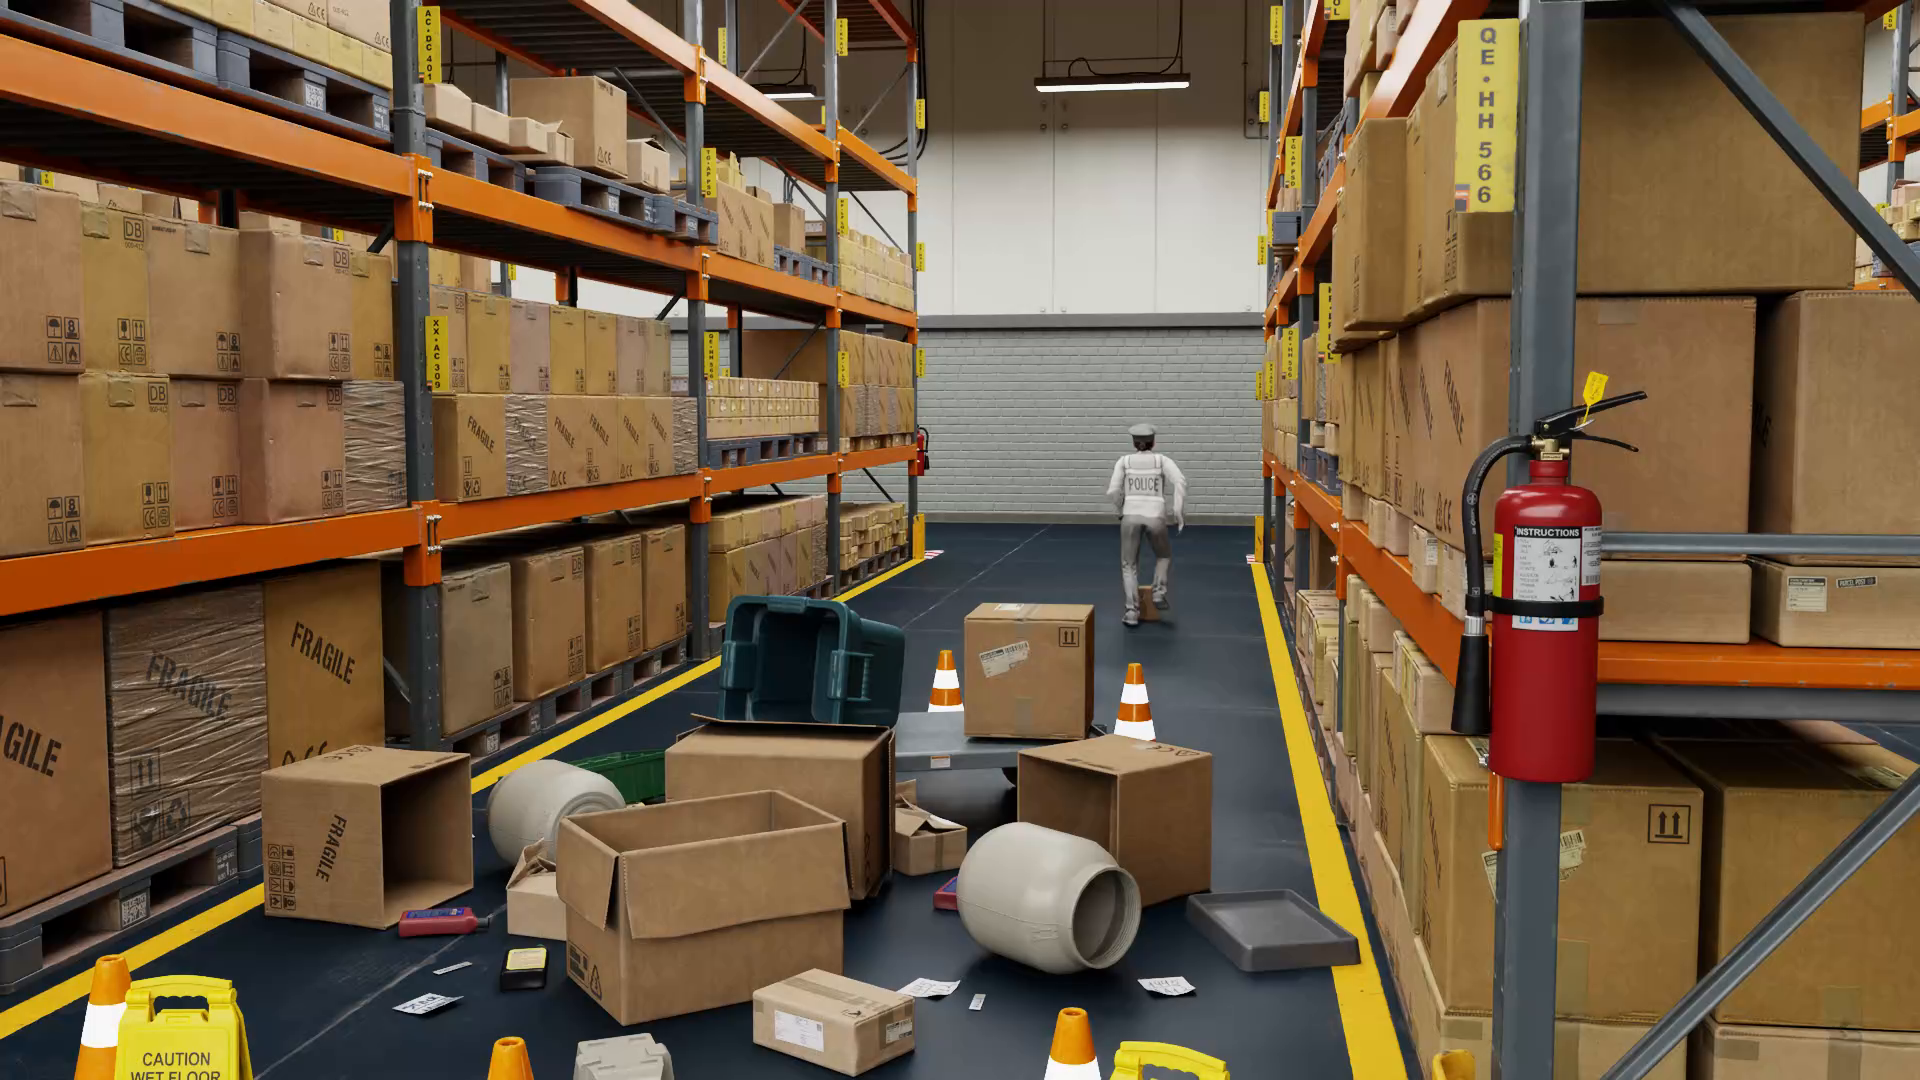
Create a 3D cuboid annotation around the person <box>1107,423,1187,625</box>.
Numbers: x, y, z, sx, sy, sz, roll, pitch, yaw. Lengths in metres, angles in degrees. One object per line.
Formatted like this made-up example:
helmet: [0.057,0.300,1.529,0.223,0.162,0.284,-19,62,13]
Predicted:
person: [1.512,-0.143,13.505,0.639,1.602,0.739,0,5,4]
